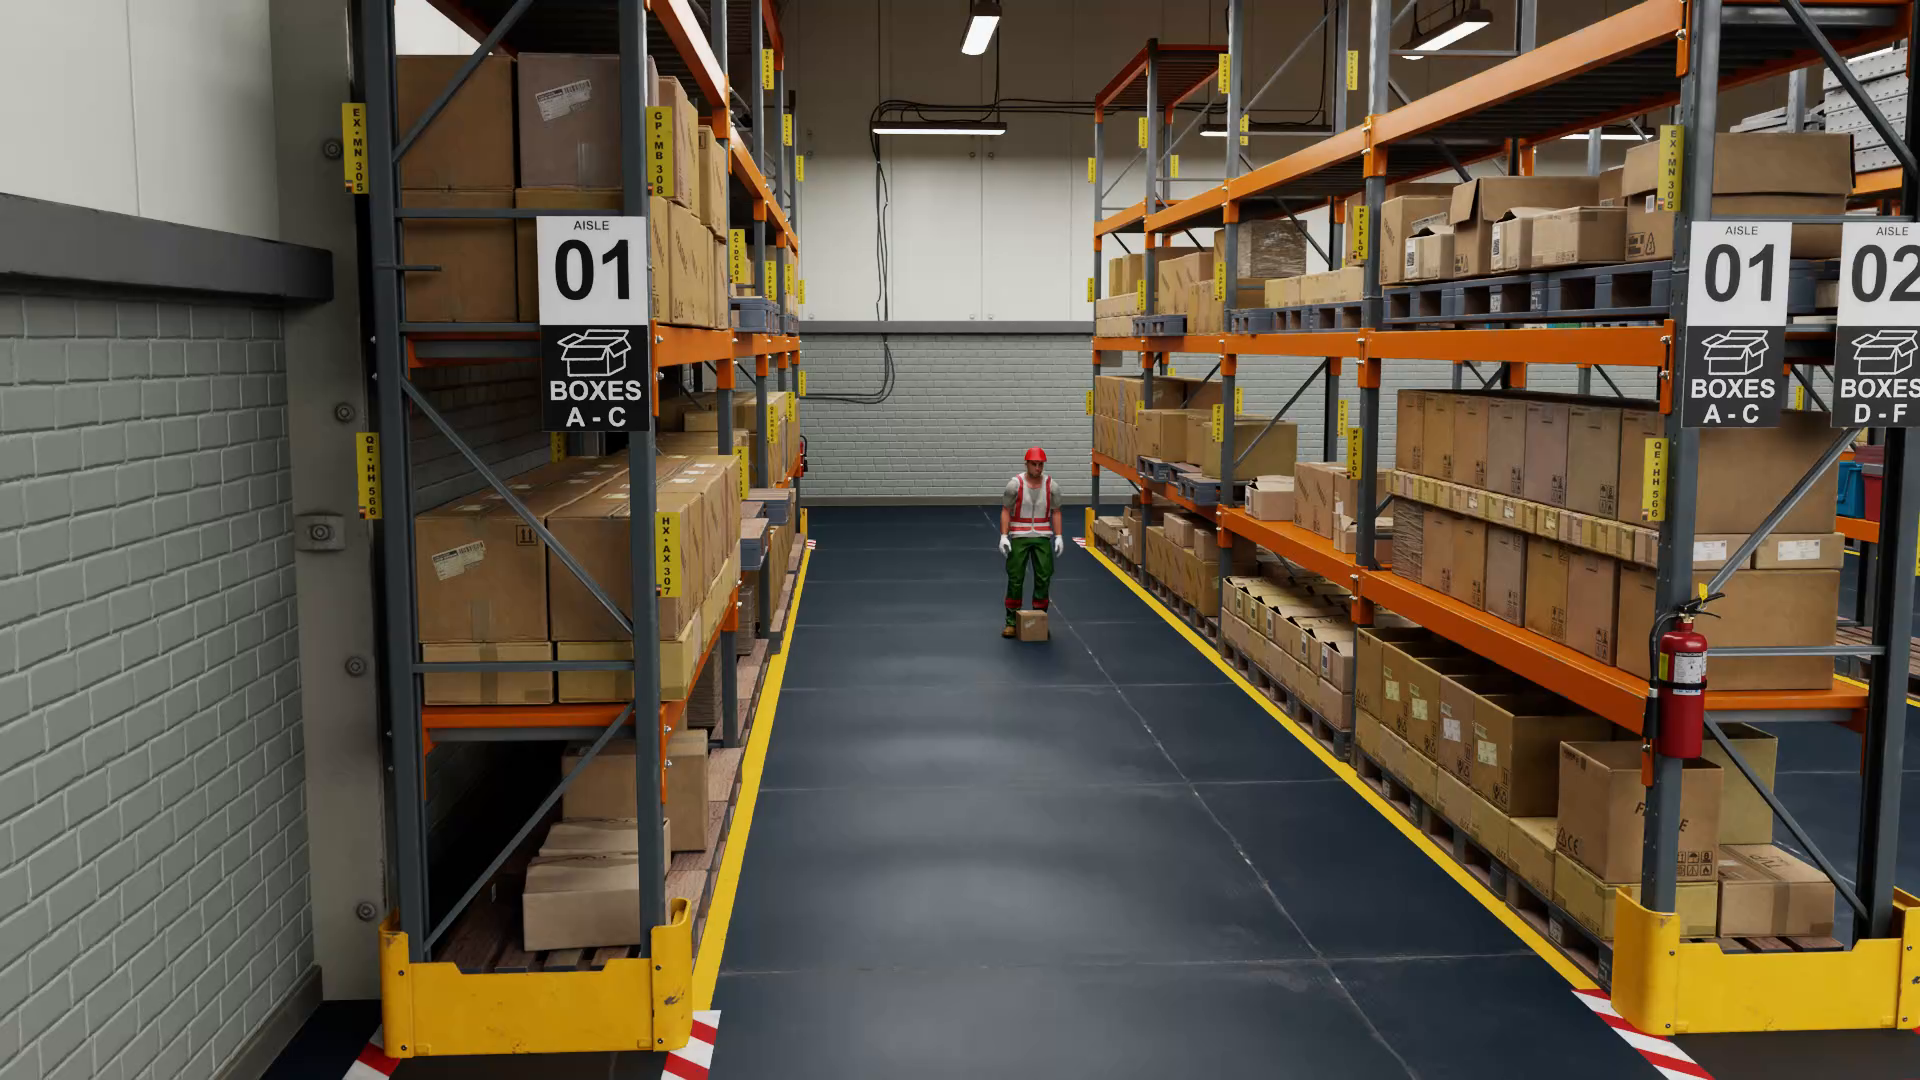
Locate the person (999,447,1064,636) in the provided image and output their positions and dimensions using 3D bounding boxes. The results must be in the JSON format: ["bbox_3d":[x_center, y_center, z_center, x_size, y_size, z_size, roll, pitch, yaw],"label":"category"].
[{"bbox_3d":[0.672,0.011,15.582,0.620,1.780,0.447,-1,7,-7],"label":"person"}]
